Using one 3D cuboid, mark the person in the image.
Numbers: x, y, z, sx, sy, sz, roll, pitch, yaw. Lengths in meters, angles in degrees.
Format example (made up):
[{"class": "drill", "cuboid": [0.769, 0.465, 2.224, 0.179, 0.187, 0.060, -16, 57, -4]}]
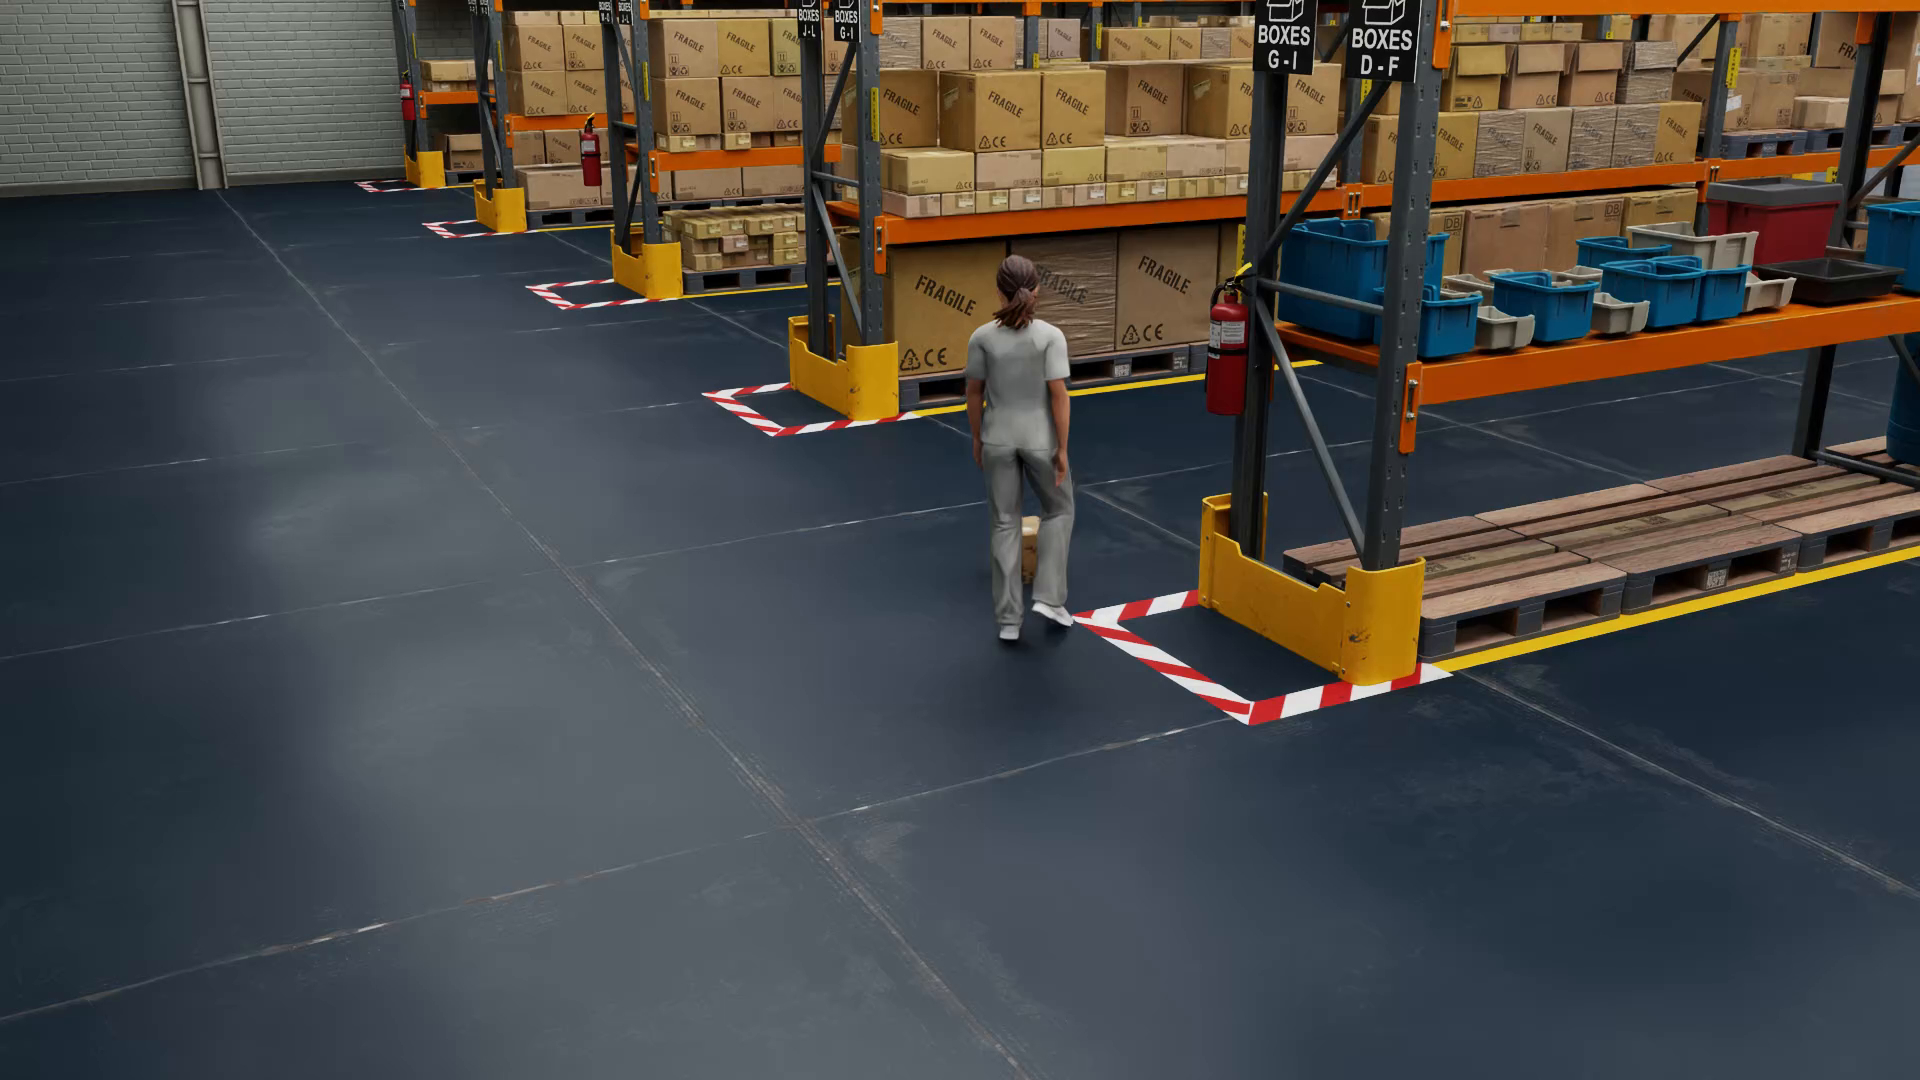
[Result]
[{"class": "person", "cuboid": [0.260, -0.370, 7.191, 0.469, 1.737, 0.445, 3, 19, 10]}]
